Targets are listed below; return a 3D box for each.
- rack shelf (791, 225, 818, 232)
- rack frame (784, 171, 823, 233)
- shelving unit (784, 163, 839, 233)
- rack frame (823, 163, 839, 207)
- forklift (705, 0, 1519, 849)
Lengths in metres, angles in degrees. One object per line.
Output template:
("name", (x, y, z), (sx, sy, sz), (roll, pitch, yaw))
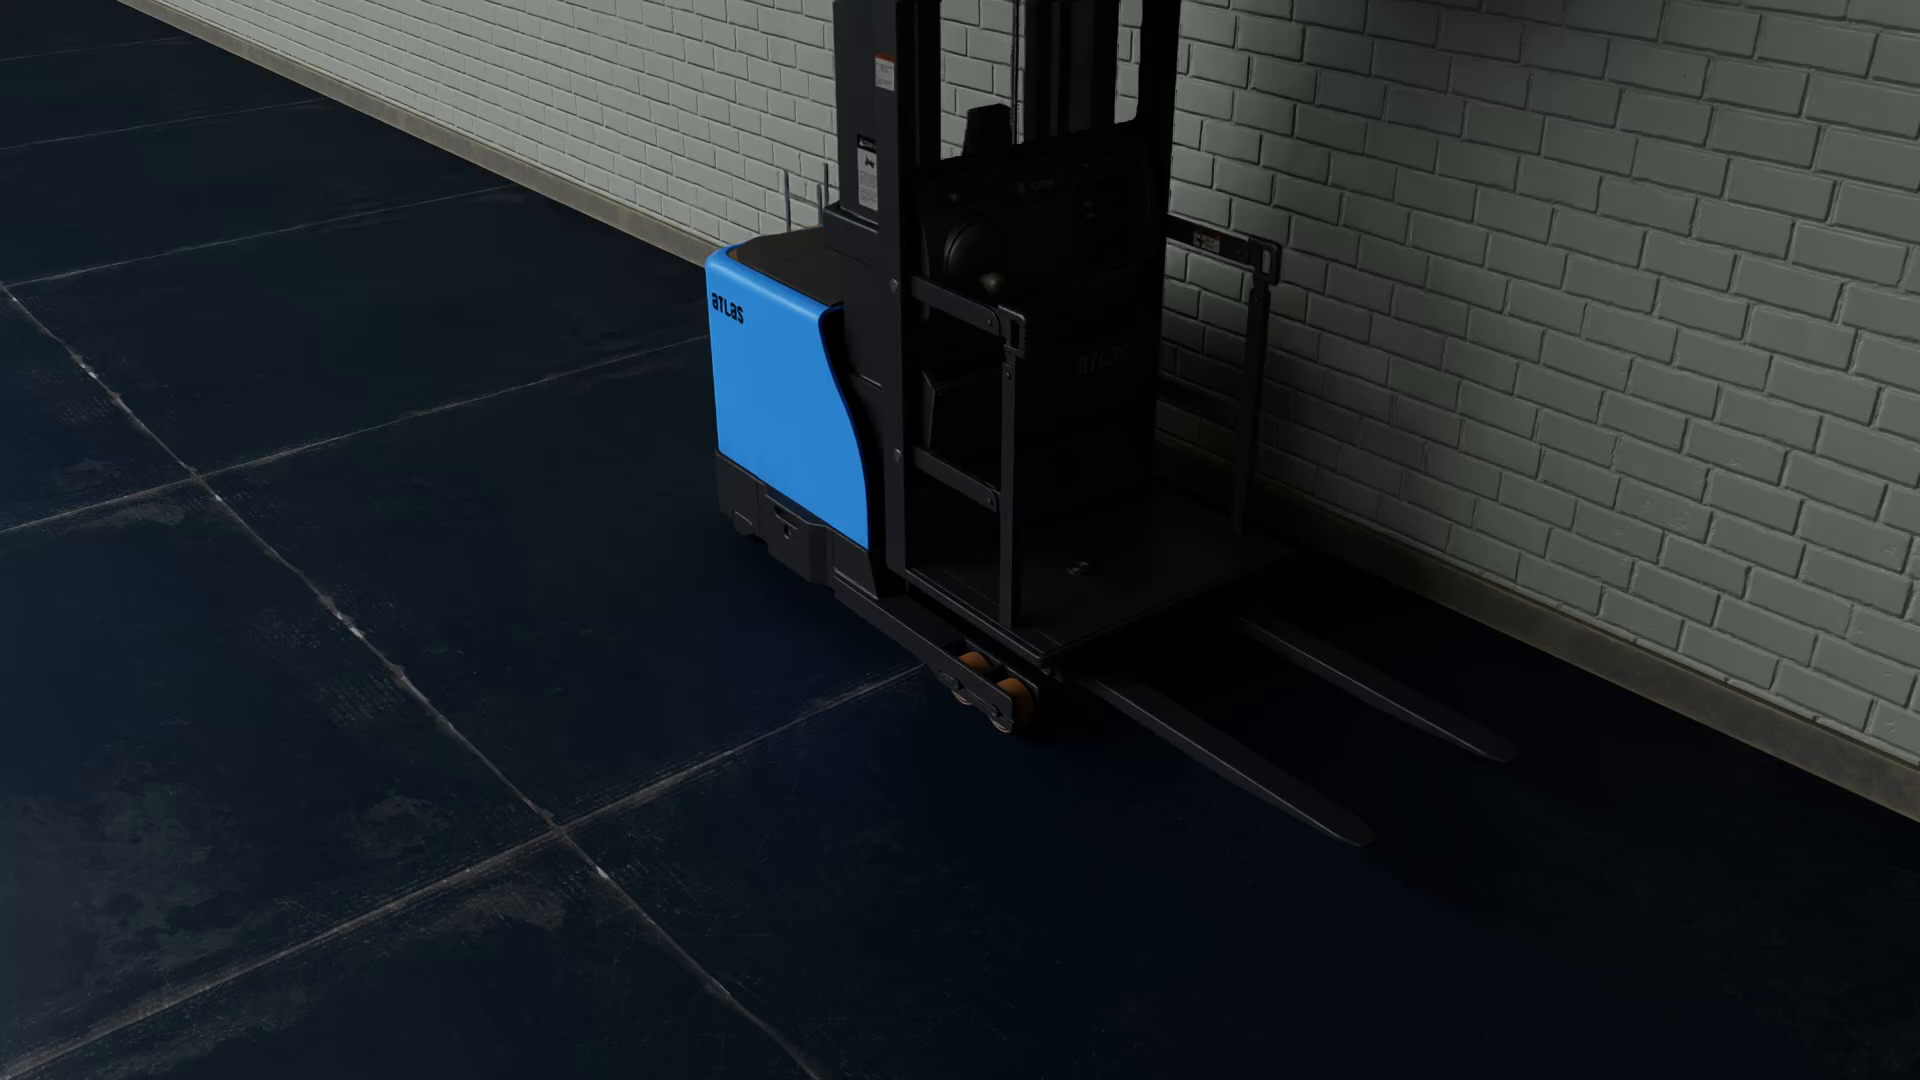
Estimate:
("rack shelf", (-0.522, -1.138, 6.437), (0.180, 0.103, 0.258), (-21, 35, -34))
("rack frame", (-0.593, -0.832, 6.535), (0.006, 1.200, 0.240), (-21, 35, -34))
("shelving unit", (-0.522, -0.860, 6.586), (0.189, 1.200, 0.258), (-21, 35, -34))
("rack frame", (-0.451, -0.887, 6.637), (0.006, 1.200, 0.240), (-21, 35, -34))
("forklift", (0.377, -0.962, 4.941), (1.130, 2.935, 3.031), (-20, 34, -33))
